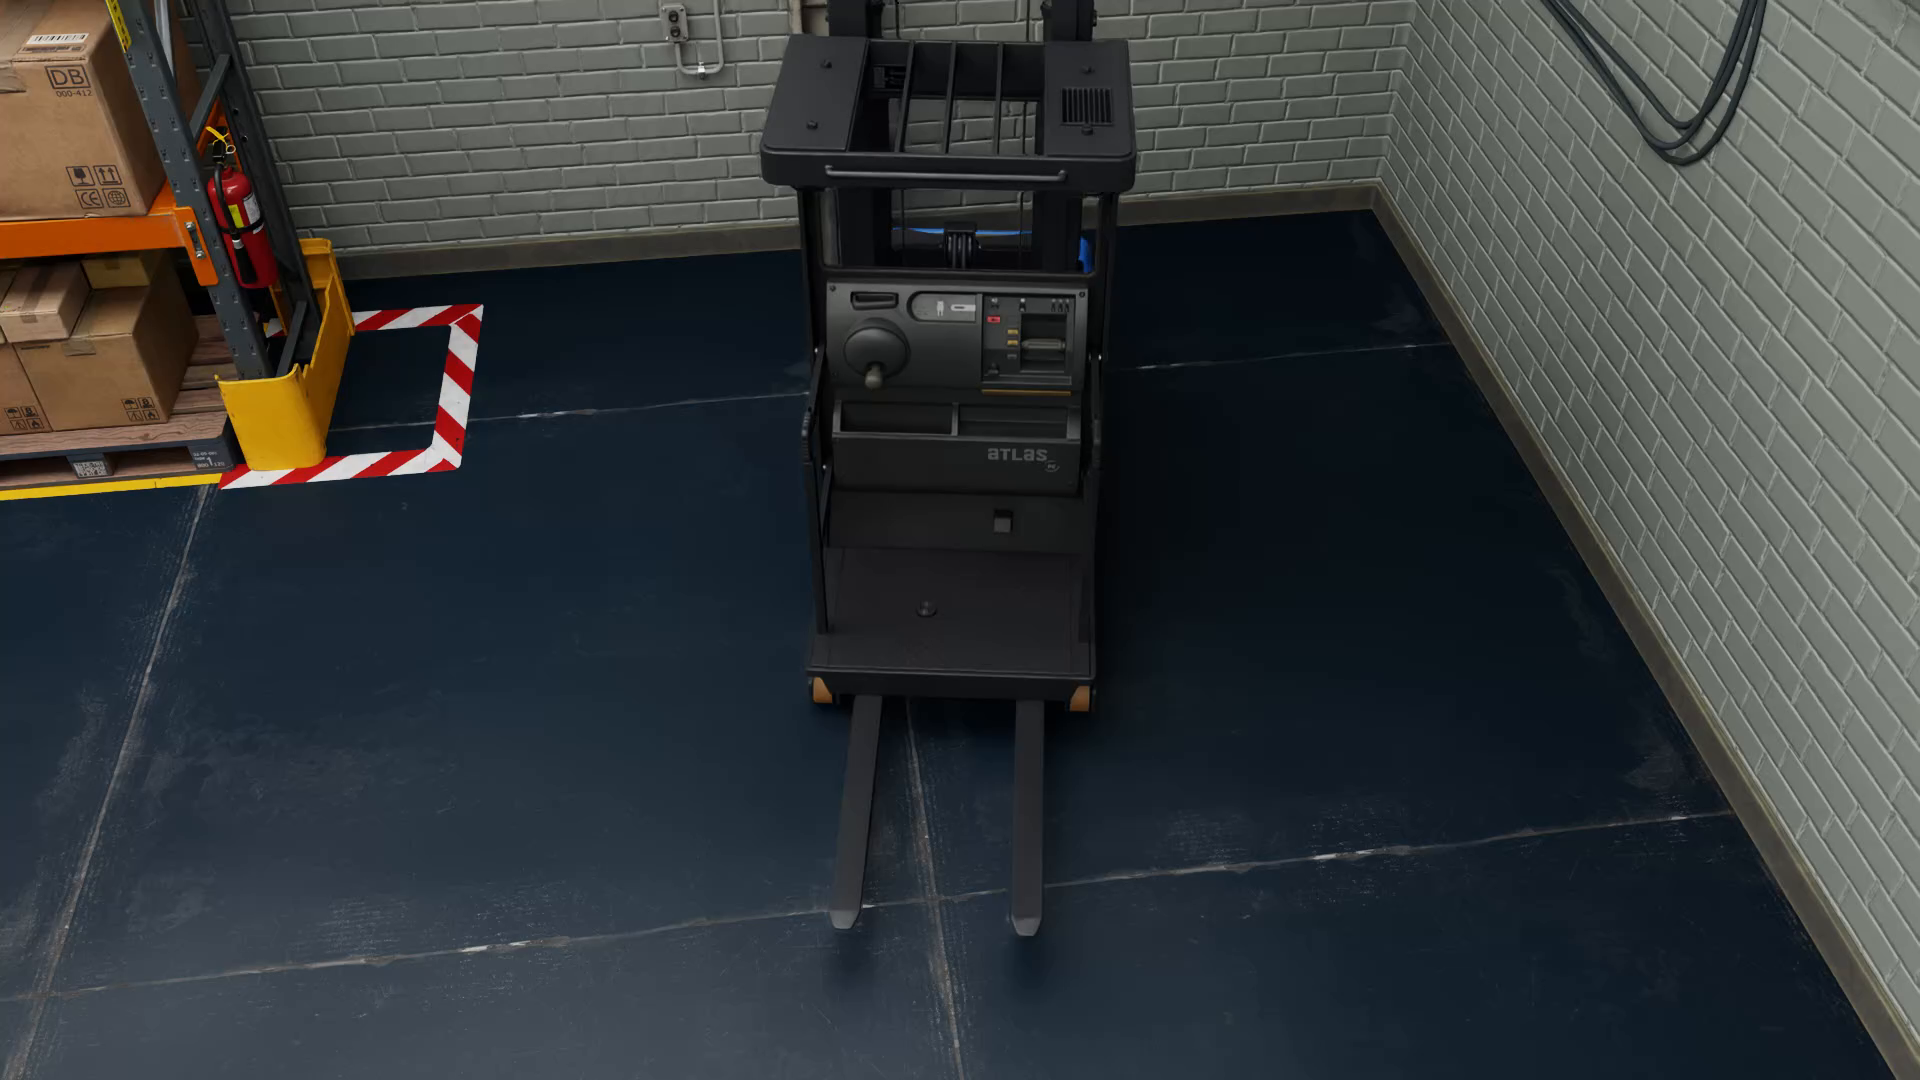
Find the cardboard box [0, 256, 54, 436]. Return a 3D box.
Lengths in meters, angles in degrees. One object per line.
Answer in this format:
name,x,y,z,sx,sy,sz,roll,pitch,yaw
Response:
cardboard box,-4.370,-0.880,7.538,0.500,0.500,0.700,-5,42,-6

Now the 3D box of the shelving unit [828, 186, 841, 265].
shelving unit,-0.030,-1.329,7.603,1.083,1.500,0.587,1,42,1

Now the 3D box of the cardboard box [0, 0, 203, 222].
cardboard box,-3.697,-1.883,6.874,0.700,0.700,0.980,-3,42,-4

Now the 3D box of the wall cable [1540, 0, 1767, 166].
wall cable,2.462,-3.151,6.343,0.112,2.526,3.097,-5,42,-6

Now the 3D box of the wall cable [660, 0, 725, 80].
wall cable,-2.046,-2.939,7.511,1.851,1.984,0.084,-5,42,-6

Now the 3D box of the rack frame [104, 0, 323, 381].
rack frame,-3.193,-1.823,7.031,0.127,3.000,1.000,-5,42,-6

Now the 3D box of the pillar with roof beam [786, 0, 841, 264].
pillar with roof beam,-0.070,-2.000,2.749,0.400,9.000,9.100,-5,42,-6

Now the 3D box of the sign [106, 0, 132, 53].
sign,-3.136,-1.979,6.163,0.005,0.325,0.100,-5,42,-6

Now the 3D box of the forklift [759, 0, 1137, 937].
forklift,-0.018,-0.643,5.774,1.130,2.935,3.031,2,42,2

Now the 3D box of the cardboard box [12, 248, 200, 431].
cardboard box,-3.874,-0.923,7.587,0.500,0.500,0.700,-5,42,-6

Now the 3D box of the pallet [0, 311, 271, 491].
pallet,-3.976,-0.666,7.831,1.213,0.211,1.003,-5,42,-6

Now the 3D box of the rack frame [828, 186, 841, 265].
rack frame,-0.547,-1.334,7.609,0.032,1.500,0.500,1,42,1

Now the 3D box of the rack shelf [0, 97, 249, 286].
rack shelf,-5.176,-1.382,7.080,4.000,0.370,1.077,-5,42,-6

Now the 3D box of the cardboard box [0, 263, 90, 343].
cardboard box,-3.978,-1.032,7.223,0.250,0.149,0.380,-5,42,-6

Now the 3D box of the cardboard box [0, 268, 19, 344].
cardboard box,-4.231,-1.009,7.198,0.250,0.149,0.380,-4,42,-4

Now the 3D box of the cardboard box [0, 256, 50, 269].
cardboard box,-4.278,-1.263,7.479,0.250,0.149,0.380,-5,42,-5

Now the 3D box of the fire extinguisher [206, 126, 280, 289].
fire extinguisher,-2.983,-1.362,6.857,0.183,0.674,0.296,-5,42,-6

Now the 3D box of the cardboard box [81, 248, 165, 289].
cardboard box,-3.776,-1.308,7.529,0.250,0.149,0.380,-5,42,-5

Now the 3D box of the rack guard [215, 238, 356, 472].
rack guard,-3.169,-0.897,7.871,0.348,0.500,1.175,-5,42,-6
